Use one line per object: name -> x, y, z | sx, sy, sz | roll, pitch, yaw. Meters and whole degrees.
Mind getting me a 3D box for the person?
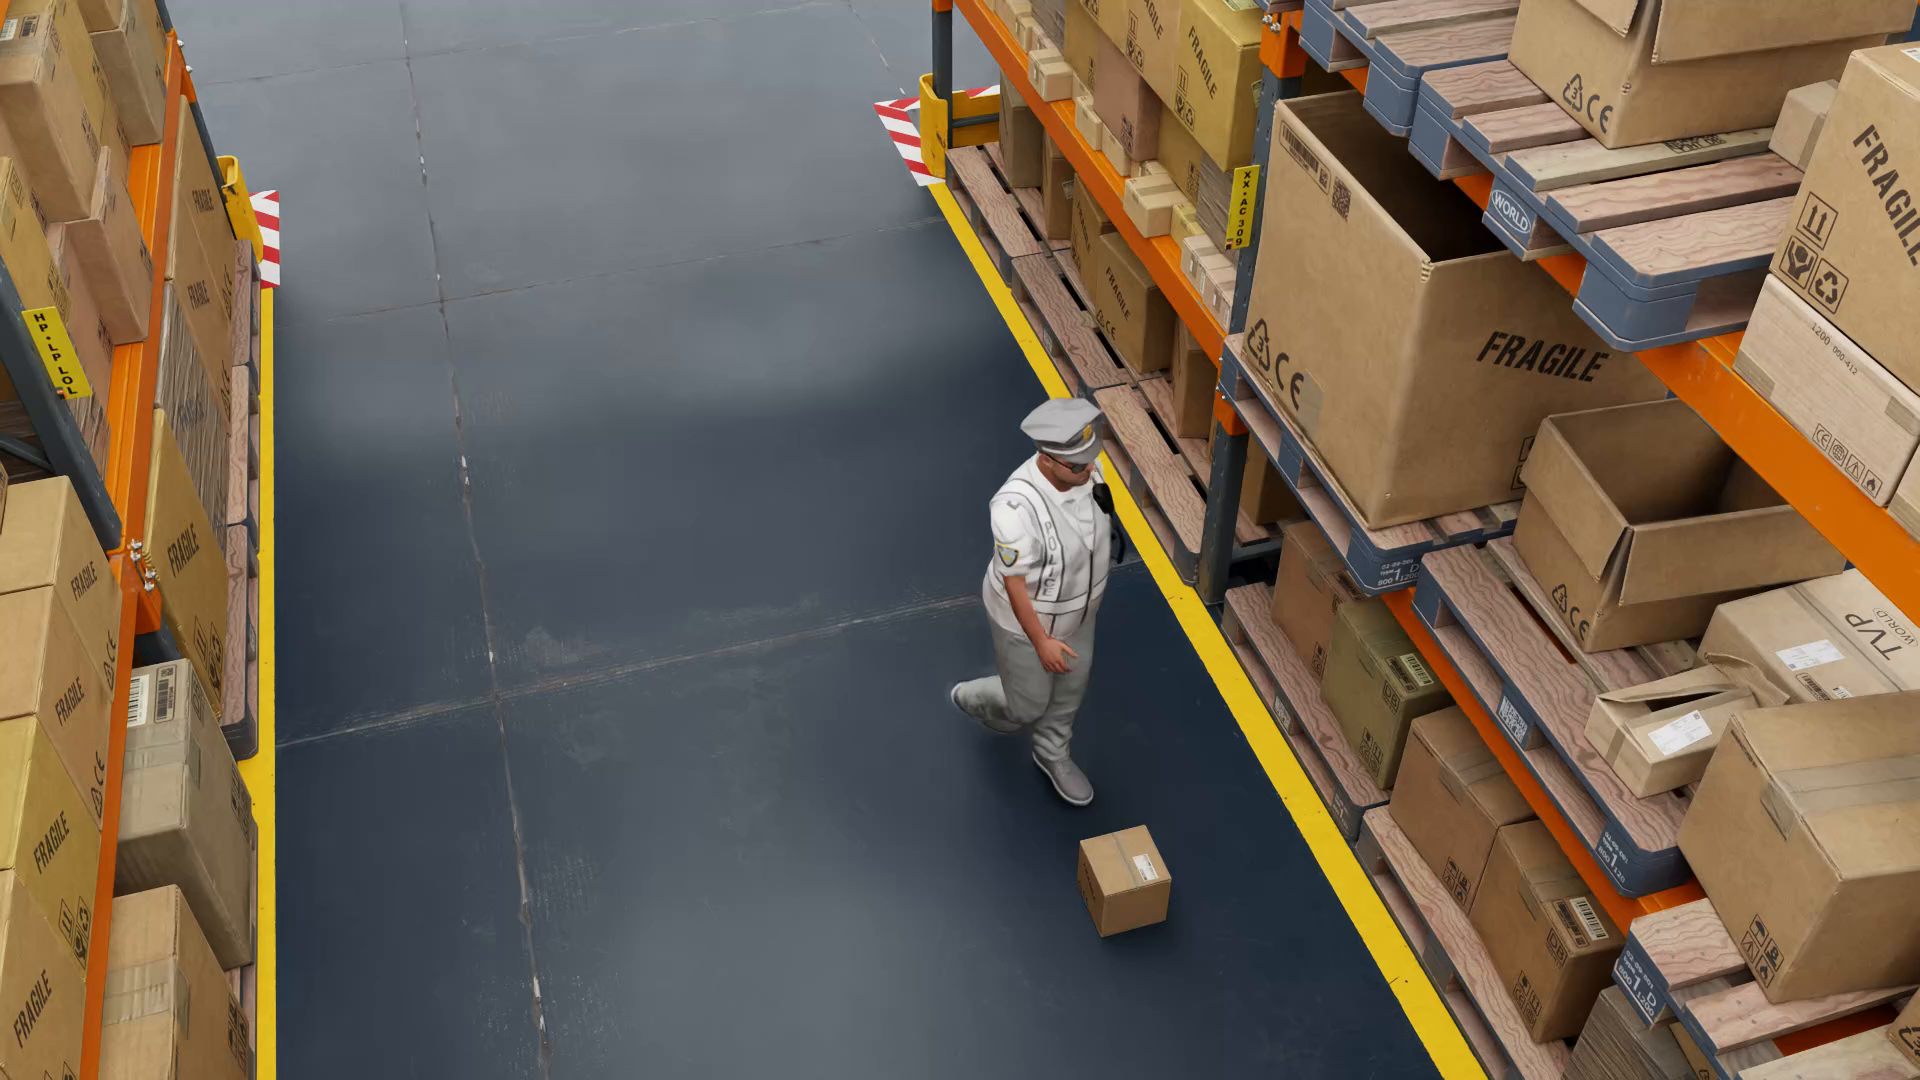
person -> 0.293, 0.184, 5.937 | 0.562, 1.754, 0.657 | -33, 51, -31
